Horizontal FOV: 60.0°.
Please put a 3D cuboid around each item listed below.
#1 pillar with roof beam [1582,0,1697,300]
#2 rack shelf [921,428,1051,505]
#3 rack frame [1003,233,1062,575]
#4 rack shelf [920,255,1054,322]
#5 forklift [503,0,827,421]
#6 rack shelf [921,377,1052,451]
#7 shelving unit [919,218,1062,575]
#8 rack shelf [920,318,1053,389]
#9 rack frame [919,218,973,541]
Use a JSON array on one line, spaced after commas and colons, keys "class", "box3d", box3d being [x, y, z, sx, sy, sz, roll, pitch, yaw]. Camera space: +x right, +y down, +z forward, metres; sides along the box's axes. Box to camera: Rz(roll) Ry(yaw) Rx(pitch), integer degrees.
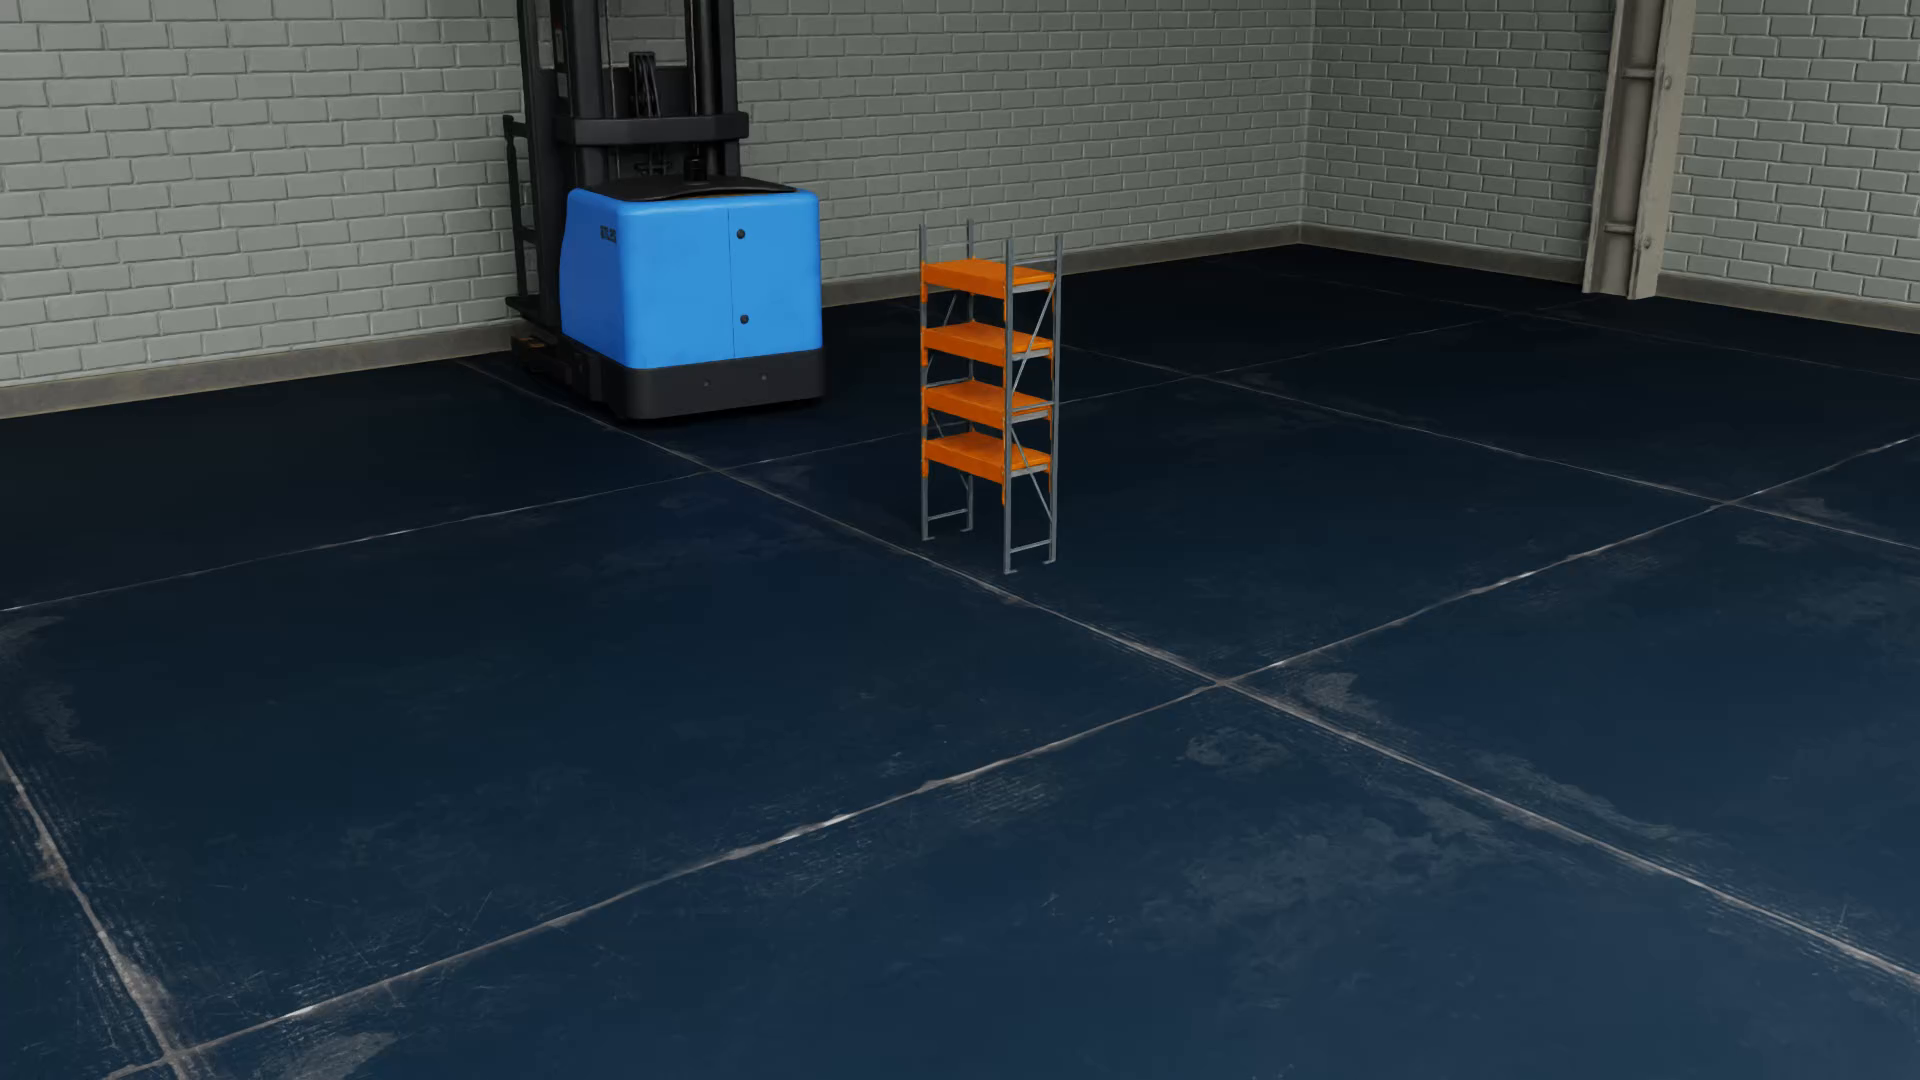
[{"class": "pillar with roof beam", "box3d": [1.191, -5.137, 7.562, 9.100, 9.000, 0.400, -14, 23, -36]}, {"class": "rack shelf", "box3d": [0.103, -0.276, 6.134, 0.258, 0.148, 0.480, -14, 23, -36]}, {"class": "rack frame", "box3d": [0.254, -0.469, 5.869, 0.240, 1.200, 0.015, -14, 23, -36]}, {"class": "rack shelf", "box3d": [0.103, -0.902, 5.927, 0.258, 0.148, 0.480, -14, 23, -36]}, {"class": "forklift", "box3d": [-1.851, -2.373, 8.867, 1.130, 2.935, 3.031, -11, 21, -29]}, {"class": "rack shelf", "box3d": [0.103, -0.465, 6.072, 0.258, 0.148, 0.480, -14, 23, -36]}, {"class": "shelving unit", "box3d": [0.103, -0.529, 6.051, 0.258, 1.200, 0.503, -14, 23, -36]}, {"class": "rack shelf", "box3d": [0.103, -0.677, 6.002, 0.258, 0.148, 0.480, -14, 23, -36]}, {"class": "rack frame", "box3d": [-0.049, -0.589, 6.232, 0.240, 1.200, 0.015, -14, 23, -36]}]
